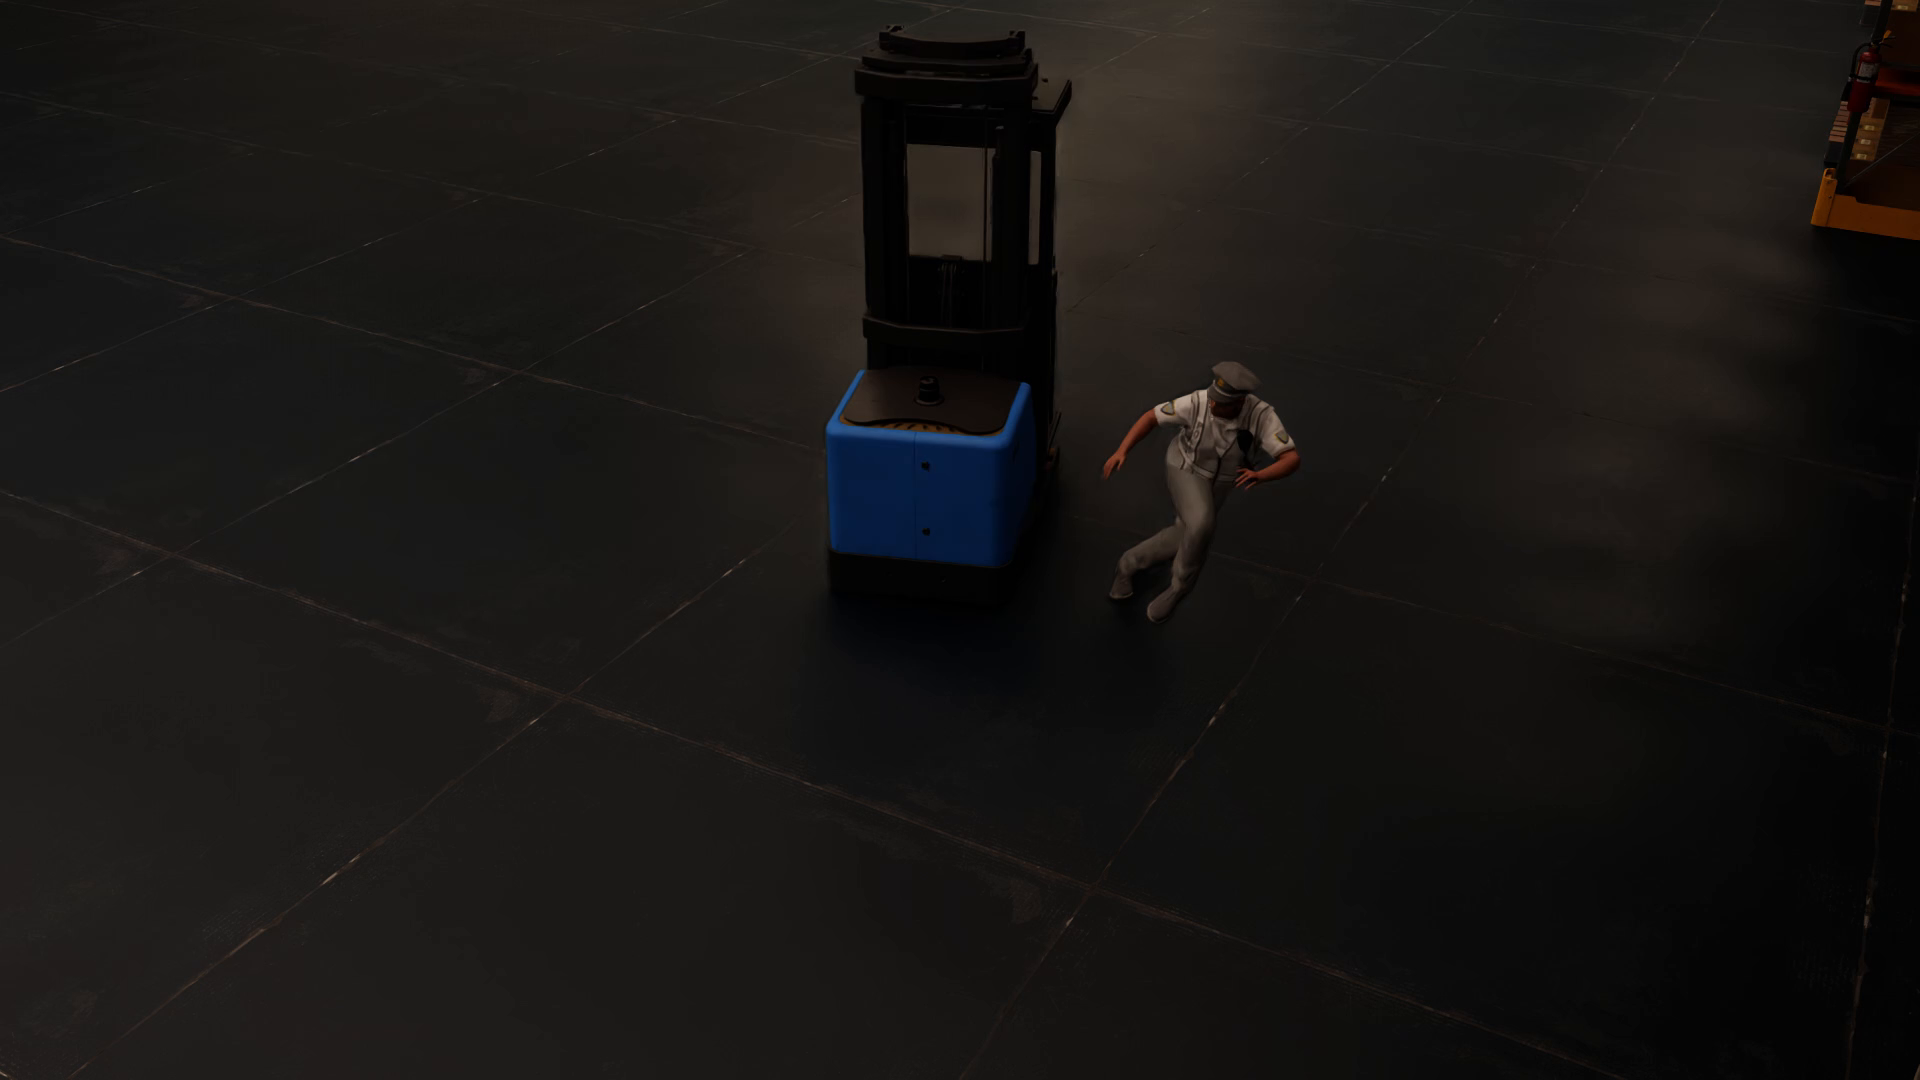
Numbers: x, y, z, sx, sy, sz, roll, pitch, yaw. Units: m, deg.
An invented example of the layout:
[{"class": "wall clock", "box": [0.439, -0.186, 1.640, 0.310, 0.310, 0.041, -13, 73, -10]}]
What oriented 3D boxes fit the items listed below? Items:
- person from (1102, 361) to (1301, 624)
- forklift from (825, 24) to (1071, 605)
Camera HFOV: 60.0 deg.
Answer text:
[{"class": "person", "box": [1.255, -0.255, 8.936, 1.000, 1.516, 0.935, -3, 30, -4]}, {"class": "forklift", "box": [0.036, -1.630, 9.894, 1.130, 2.935, 3.031, 5, 30, 9]}]
